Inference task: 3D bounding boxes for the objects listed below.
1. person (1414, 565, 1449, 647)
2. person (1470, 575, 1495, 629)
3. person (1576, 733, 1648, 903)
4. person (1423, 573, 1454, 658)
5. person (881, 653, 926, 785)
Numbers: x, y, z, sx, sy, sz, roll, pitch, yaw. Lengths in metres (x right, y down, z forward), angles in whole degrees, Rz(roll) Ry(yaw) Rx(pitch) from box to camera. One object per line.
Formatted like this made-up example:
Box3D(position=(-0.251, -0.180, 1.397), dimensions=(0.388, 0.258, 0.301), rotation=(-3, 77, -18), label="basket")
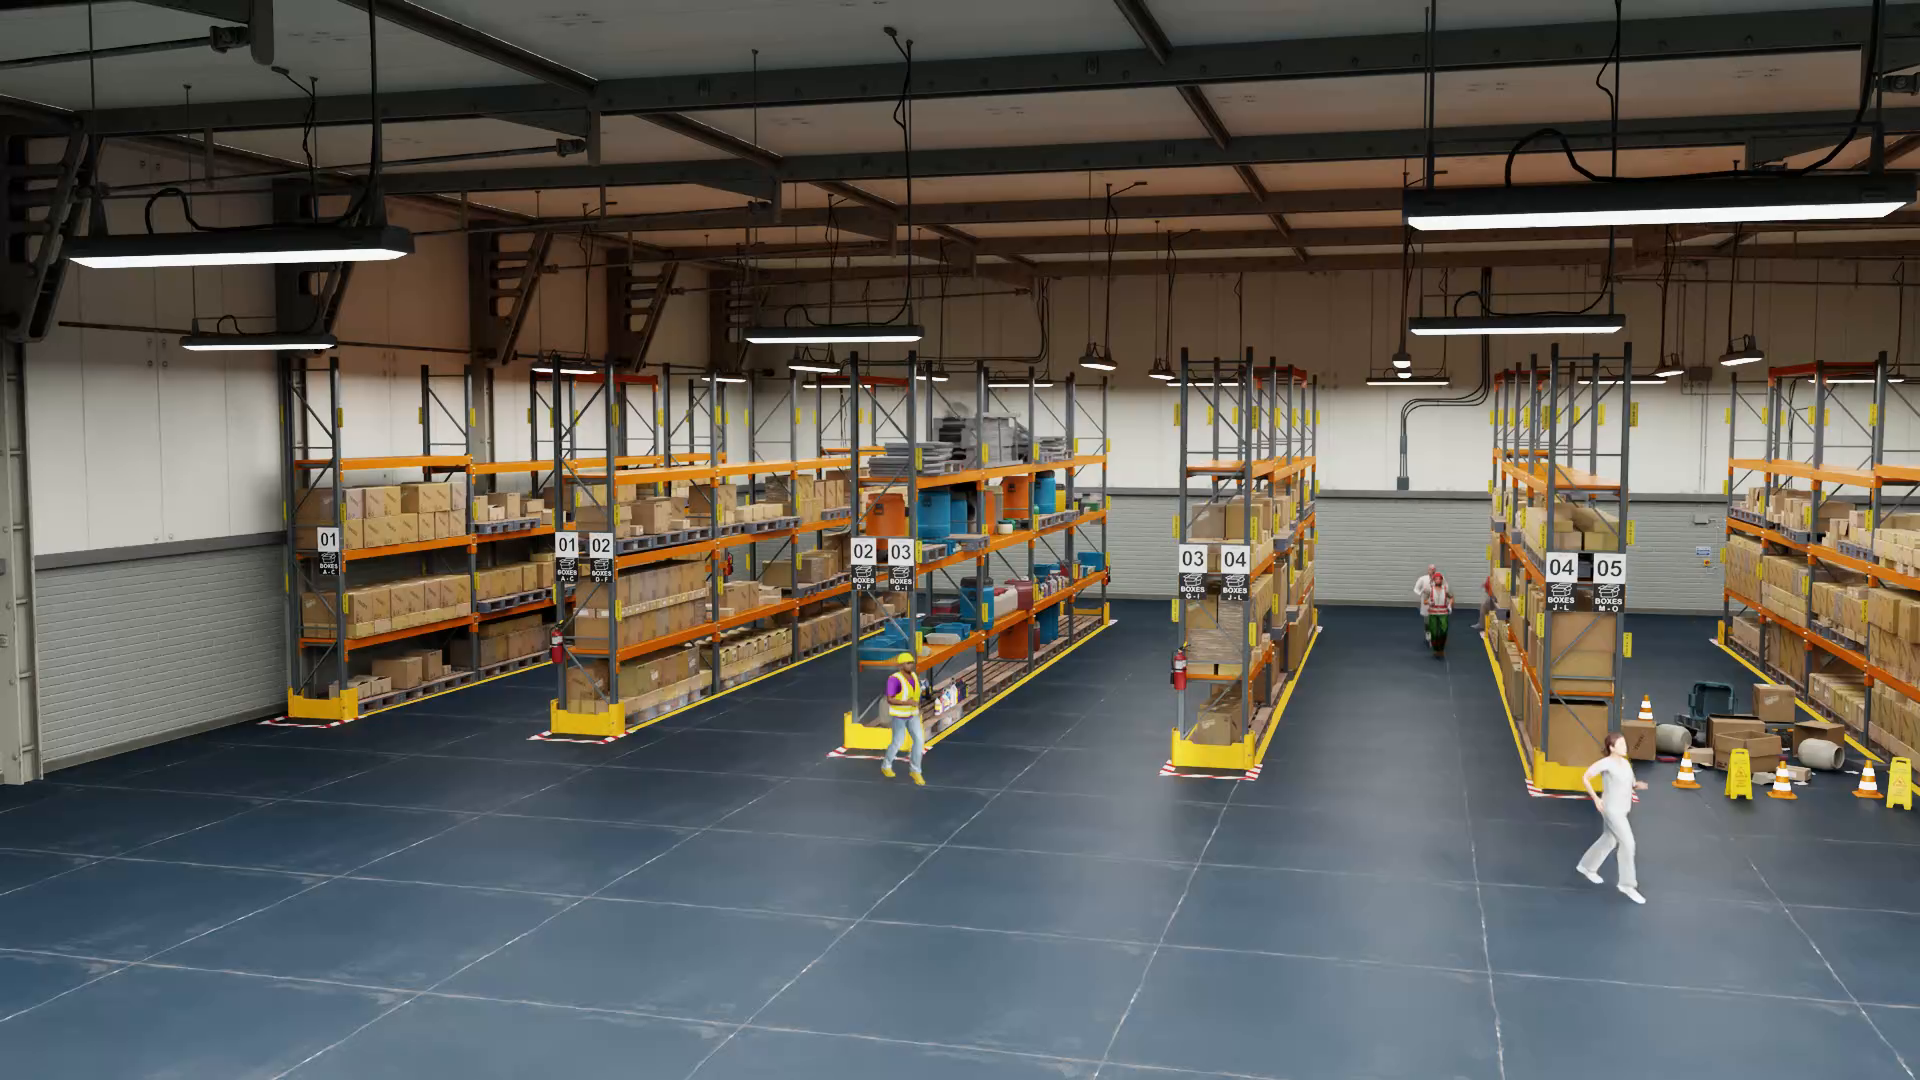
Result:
Box3D(position=(10.341, 1.443, 36.504), dimensions=(0.725, 1.732, 1.059), rotation=(1, 4, 16), label="person")
Box3D(position=(12.550, 1.292, 39.300), dimensions=(0.935, 1.653, 0.845), rotation=(3, 5, 31), label="person")
Box3D(position=(6.856, 2.873, 17.469), dimensions=(0.541, 1.715, 0.830), rotation=(-4, 6, -41), label="person")
Box3D(position=(9.964, 1.574, 34.619), dimensions=(0.638, 1.780, 0.647), rotation=(1, 4, 14), label="person")
Box3D(position=(-0.759, 2.453, 22.828), dimensions=(0.717, 1.838, 0.775), rotation=(-4, 6, -44), label="person")
